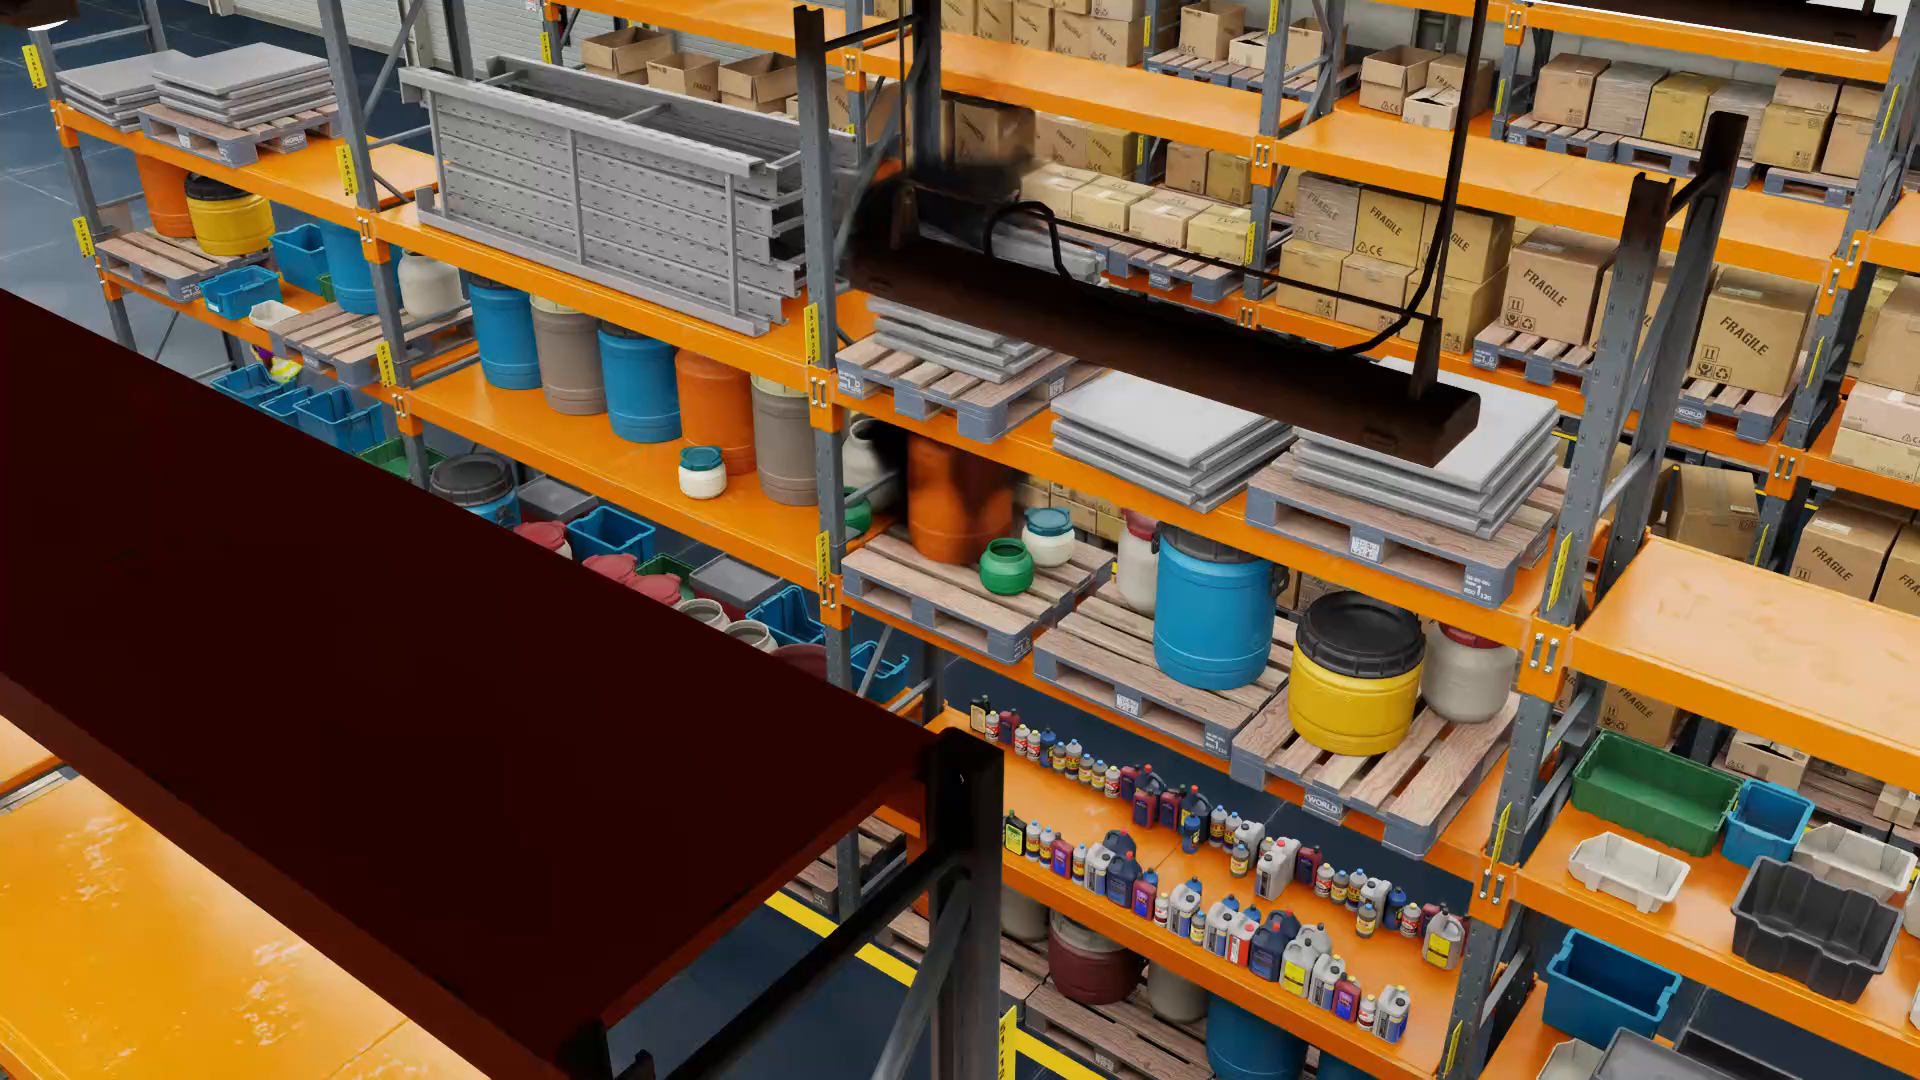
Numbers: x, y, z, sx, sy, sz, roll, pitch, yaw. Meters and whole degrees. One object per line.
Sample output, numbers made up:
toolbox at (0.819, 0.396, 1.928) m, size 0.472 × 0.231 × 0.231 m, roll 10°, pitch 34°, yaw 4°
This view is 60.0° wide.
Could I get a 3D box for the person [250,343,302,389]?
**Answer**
person at (-6.742, -1.683, 16.418) m, size 0.555 × 1.686 × 0.701 m, roll 10°, pitch 33°, yaw 16°
